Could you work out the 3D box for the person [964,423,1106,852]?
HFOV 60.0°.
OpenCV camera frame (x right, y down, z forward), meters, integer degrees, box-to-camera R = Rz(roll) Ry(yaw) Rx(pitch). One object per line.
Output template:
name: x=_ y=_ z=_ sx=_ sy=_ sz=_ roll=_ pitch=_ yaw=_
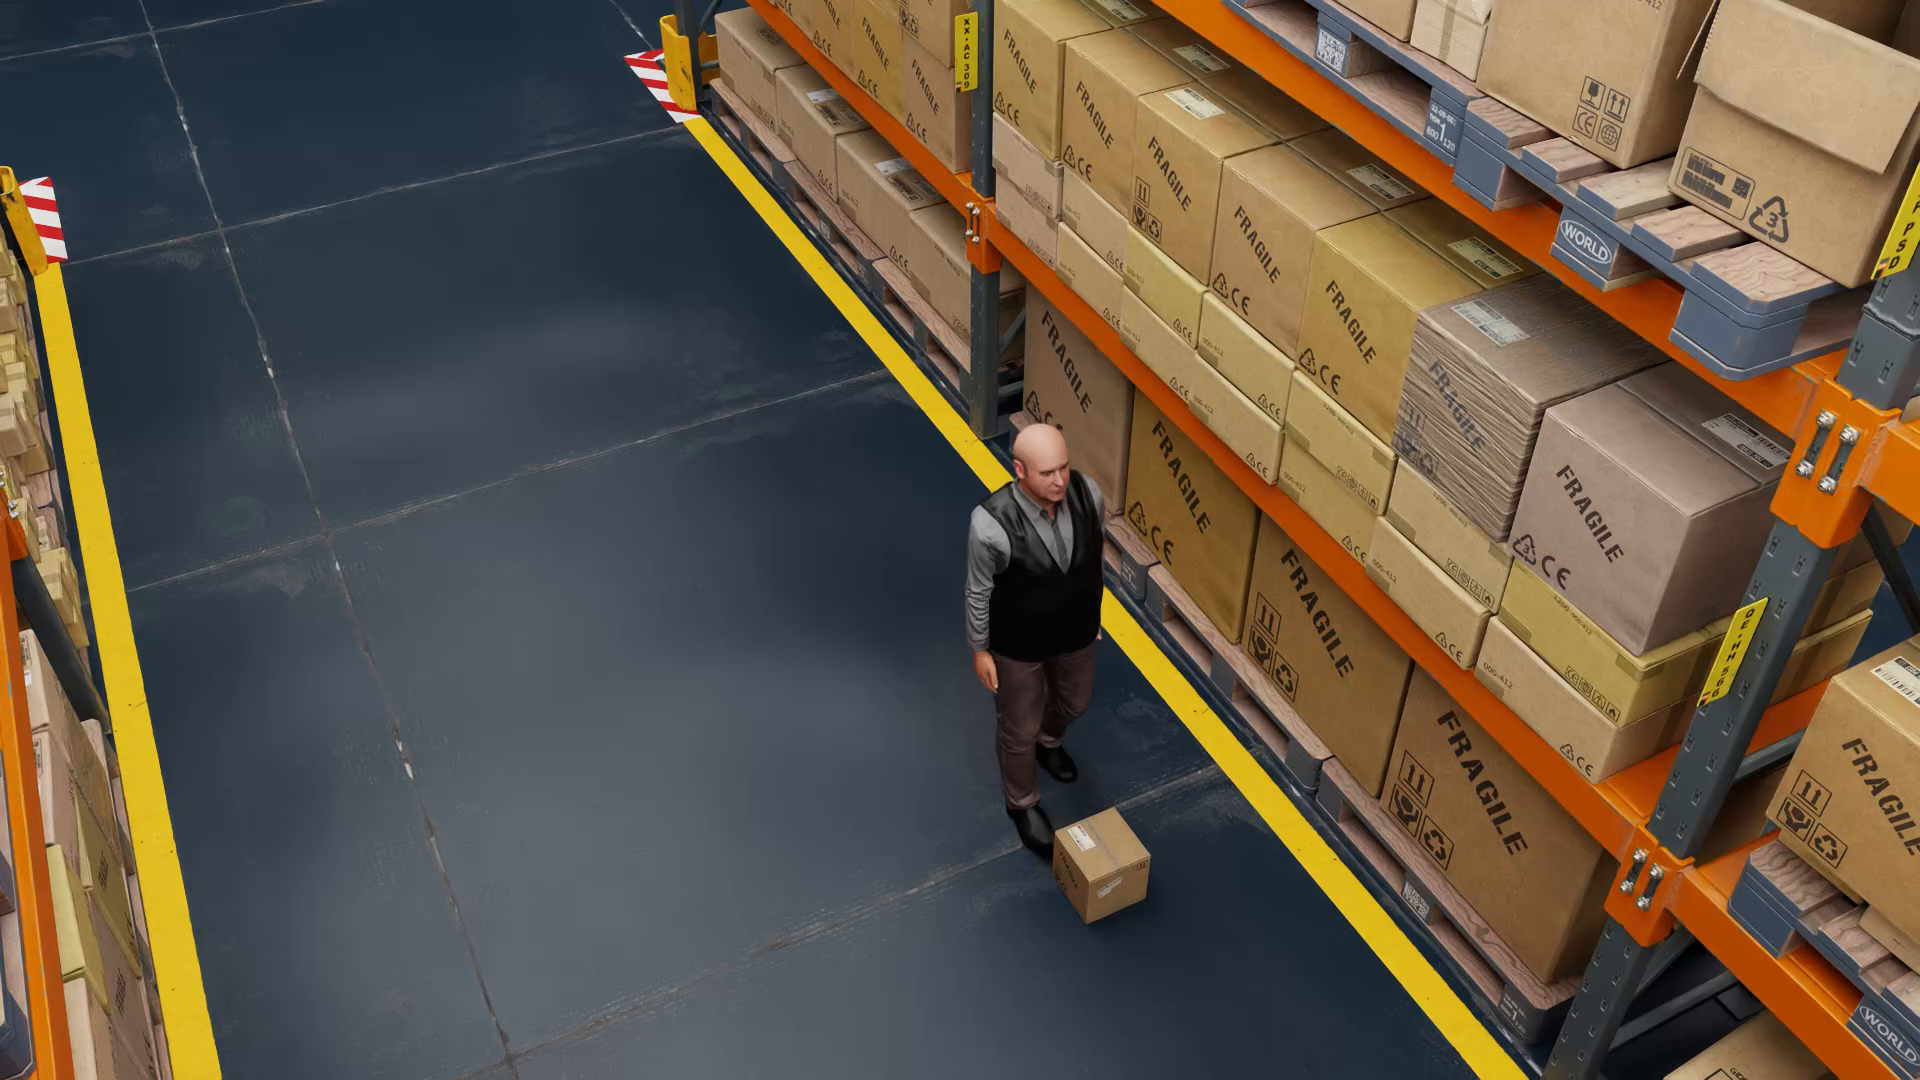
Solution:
person: x=0.280 y=0.374 z=5.830 sx=0.556 sy=1.663 sz=0.561 roll=-19 pitch=44 yaw=-20
